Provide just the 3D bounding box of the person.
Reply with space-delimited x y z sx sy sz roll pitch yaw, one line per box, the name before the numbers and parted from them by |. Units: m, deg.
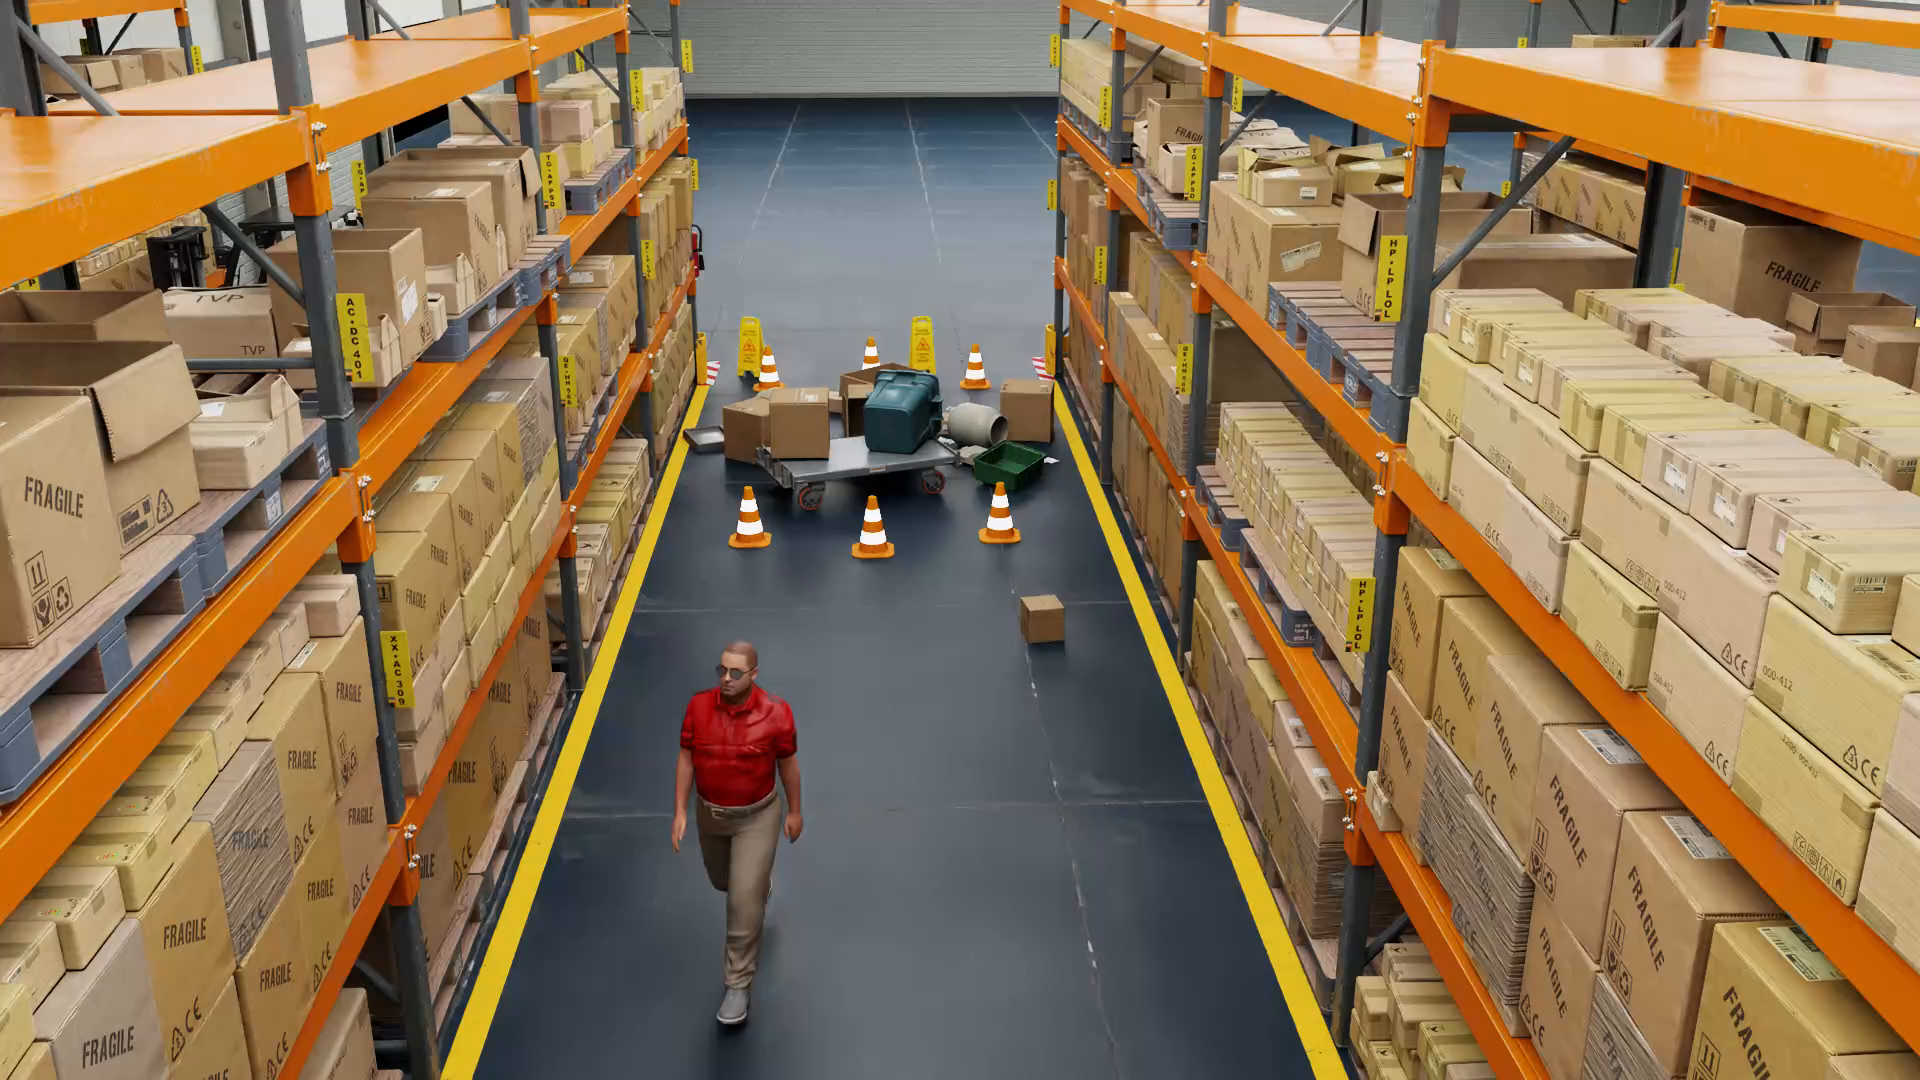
person | -1.035 1.258 7.689 0.541 1.677 1.012 6 21 17
